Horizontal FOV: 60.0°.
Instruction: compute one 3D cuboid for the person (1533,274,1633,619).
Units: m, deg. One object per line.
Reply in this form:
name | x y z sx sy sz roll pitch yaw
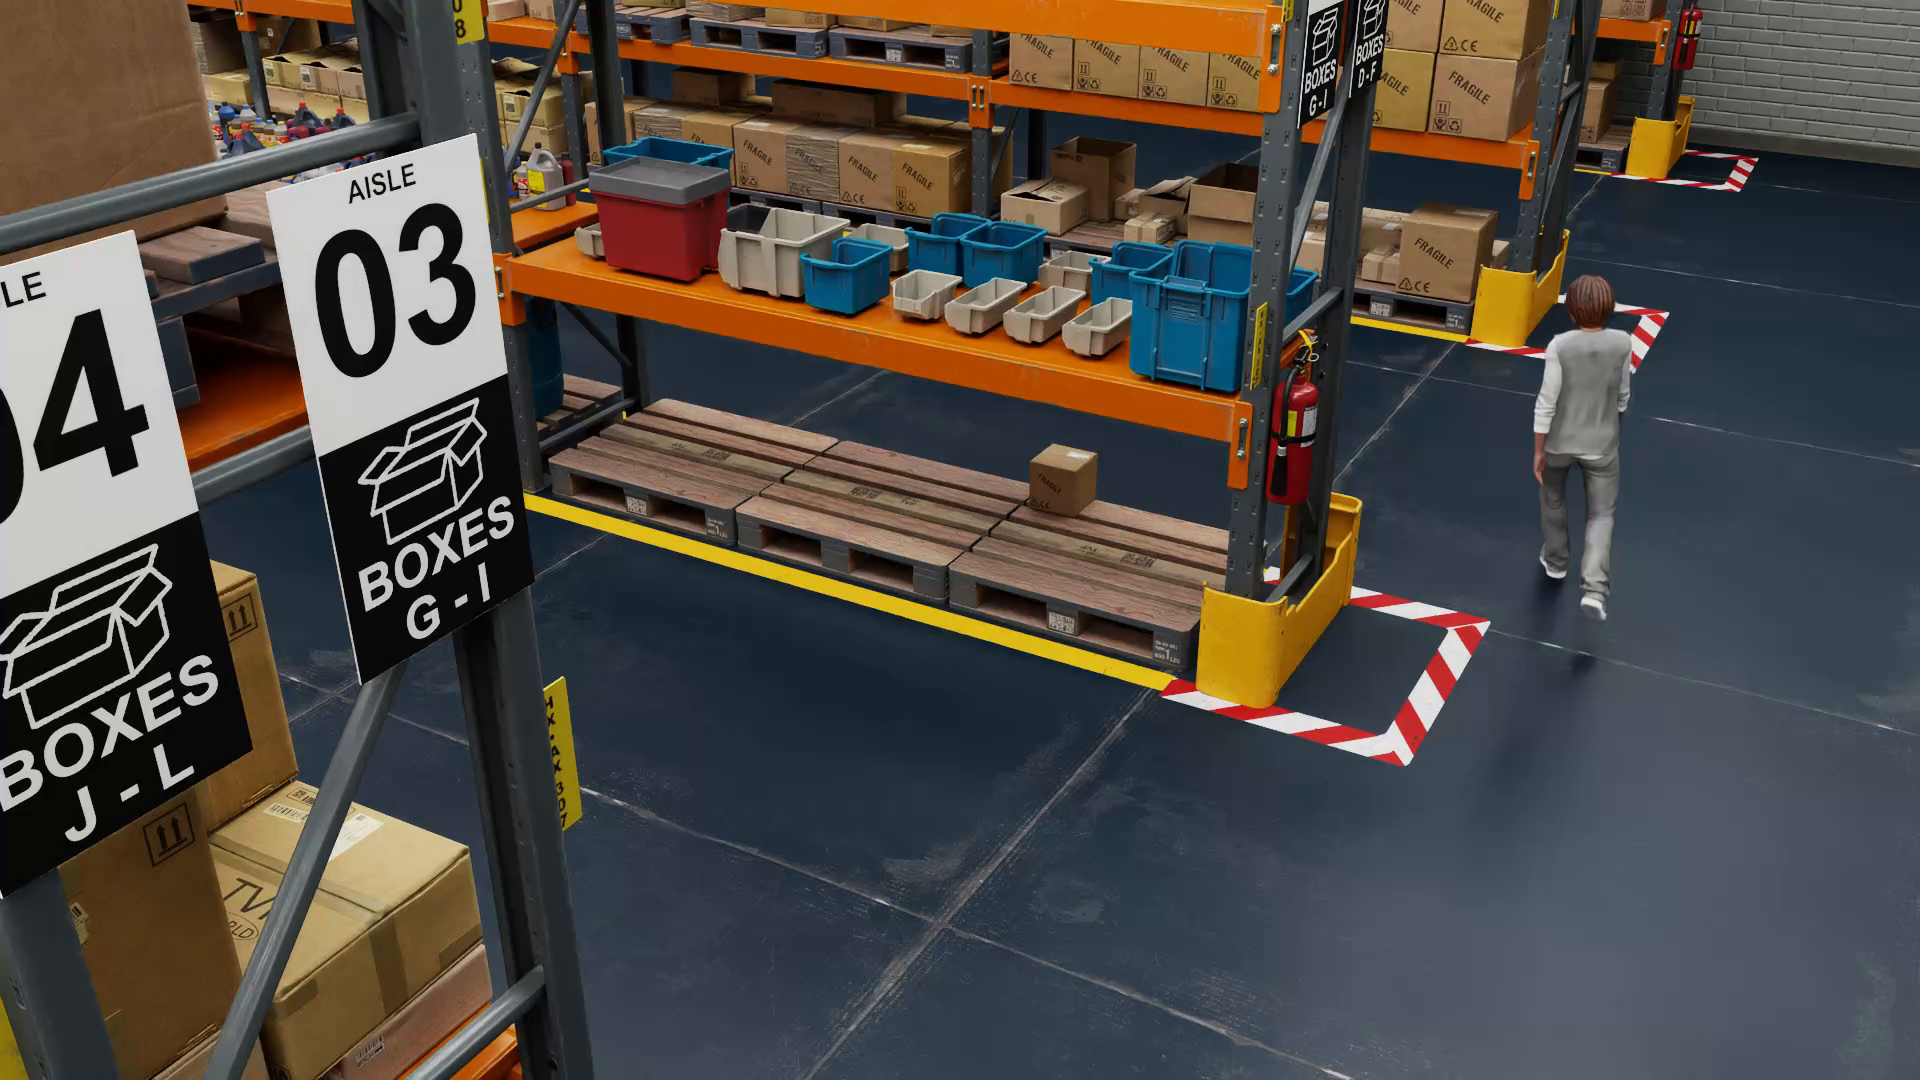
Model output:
person | 2.759 -0.419 7.440 0.421 1.531 0.908 6 28 12
